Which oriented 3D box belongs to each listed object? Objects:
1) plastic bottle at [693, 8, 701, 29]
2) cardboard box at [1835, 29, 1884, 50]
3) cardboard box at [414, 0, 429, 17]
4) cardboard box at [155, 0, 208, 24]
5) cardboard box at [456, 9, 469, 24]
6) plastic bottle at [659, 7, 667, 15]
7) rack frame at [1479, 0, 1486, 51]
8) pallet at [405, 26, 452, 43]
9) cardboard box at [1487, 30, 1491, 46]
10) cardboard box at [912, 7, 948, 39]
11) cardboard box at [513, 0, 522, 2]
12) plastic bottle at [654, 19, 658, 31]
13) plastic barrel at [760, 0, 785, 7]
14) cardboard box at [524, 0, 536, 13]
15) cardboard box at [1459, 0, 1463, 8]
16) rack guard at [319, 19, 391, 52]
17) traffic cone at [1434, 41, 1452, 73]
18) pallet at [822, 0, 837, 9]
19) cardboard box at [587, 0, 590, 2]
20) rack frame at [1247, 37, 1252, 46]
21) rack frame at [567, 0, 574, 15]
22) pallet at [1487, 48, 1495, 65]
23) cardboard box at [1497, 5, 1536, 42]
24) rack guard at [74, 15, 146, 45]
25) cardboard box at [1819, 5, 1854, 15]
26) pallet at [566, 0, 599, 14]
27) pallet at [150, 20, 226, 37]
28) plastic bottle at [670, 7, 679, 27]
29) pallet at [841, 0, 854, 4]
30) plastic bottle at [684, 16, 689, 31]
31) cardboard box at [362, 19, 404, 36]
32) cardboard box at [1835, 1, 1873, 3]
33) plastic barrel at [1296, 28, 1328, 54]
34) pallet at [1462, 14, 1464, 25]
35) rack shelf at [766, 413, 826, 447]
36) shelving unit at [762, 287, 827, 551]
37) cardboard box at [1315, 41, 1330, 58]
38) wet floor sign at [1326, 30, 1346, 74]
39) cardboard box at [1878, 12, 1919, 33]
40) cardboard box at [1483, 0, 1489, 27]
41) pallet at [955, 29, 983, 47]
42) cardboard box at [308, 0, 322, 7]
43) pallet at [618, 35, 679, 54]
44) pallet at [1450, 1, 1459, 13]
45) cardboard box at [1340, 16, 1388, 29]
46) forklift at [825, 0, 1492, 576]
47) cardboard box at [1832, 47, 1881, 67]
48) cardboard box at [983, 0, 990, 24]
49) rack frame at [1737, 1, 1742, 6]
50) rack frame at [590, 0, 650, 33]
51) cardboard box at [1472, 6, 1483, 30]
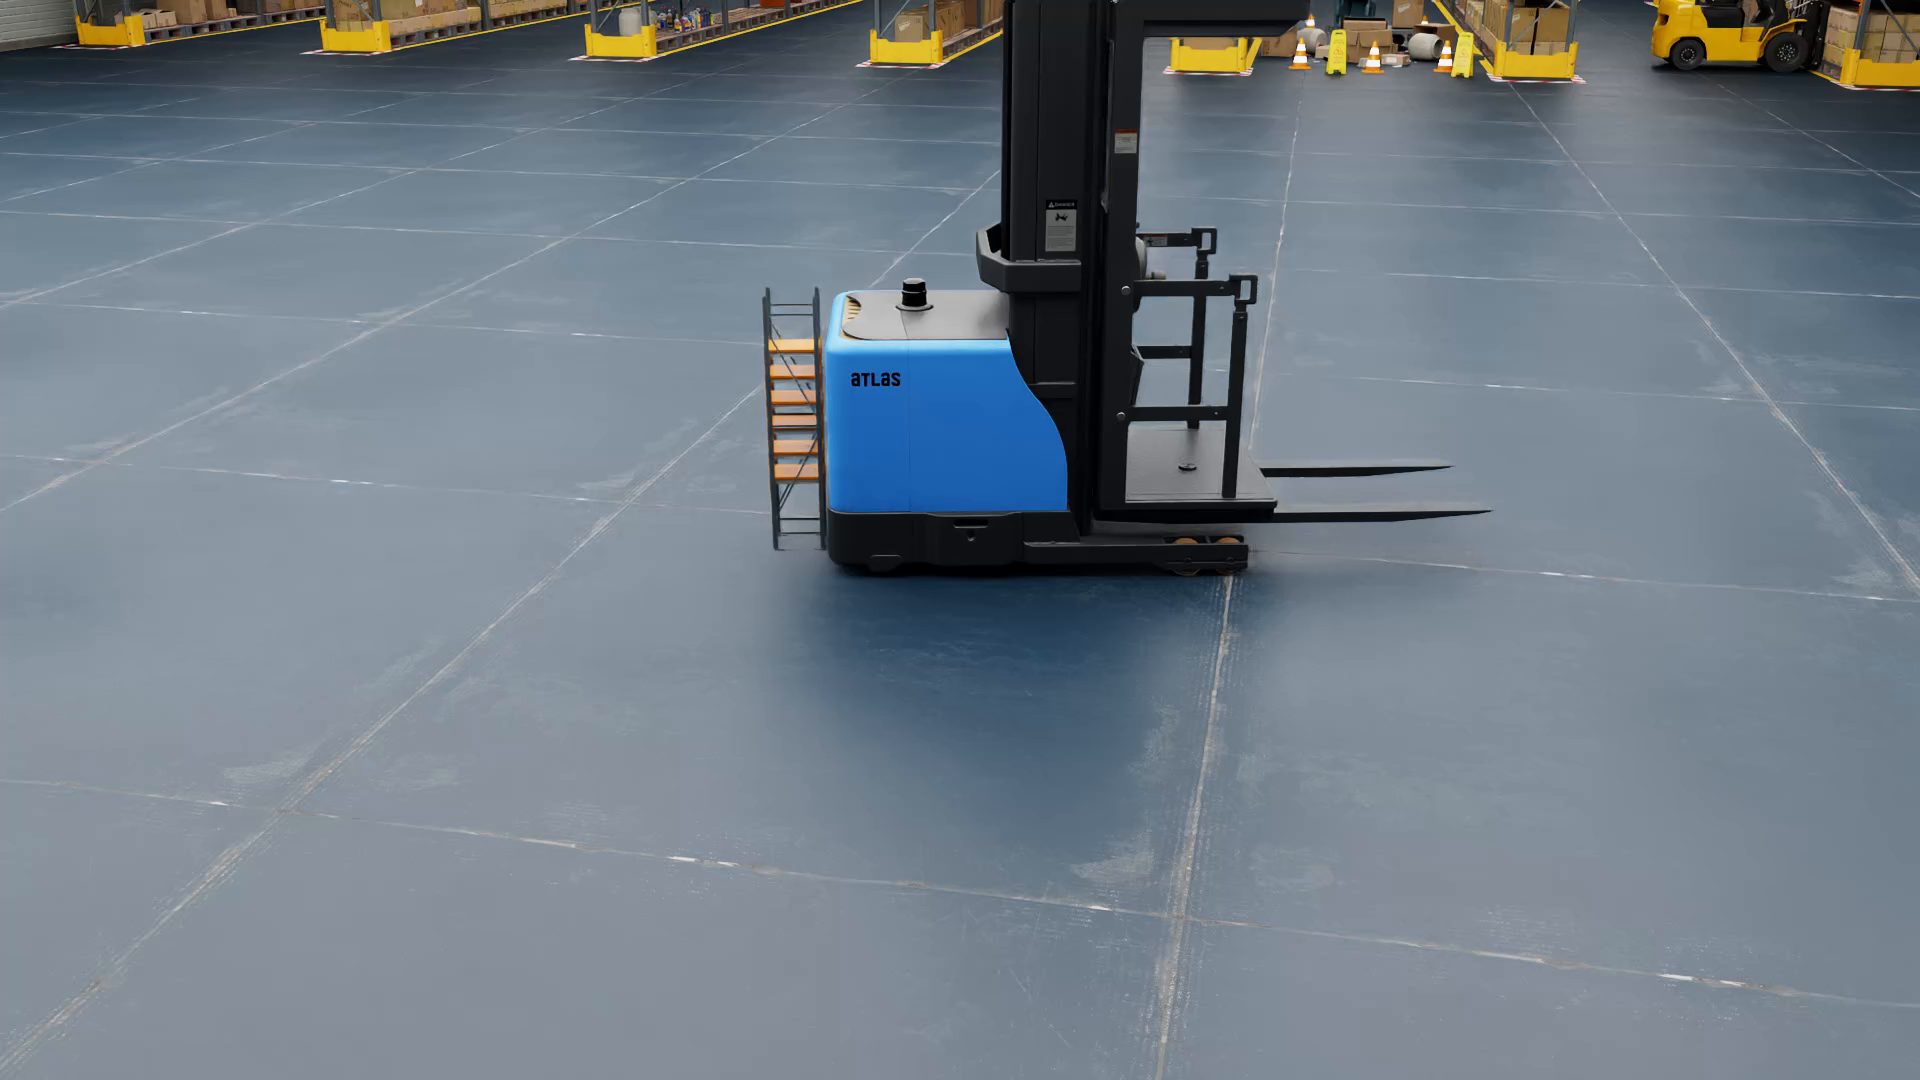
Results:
[{"bbox_3d":[-4.886,-9.635,30.718,0.144,0.351,0.185,4,22,11],"label":"plastic bottle"},{"bbox_3d":[13.455,-7.485,24.873,0.500,0.250,0.500,4,22,10],"label":"cardboard box"},{"bbox_3d":[-10.080,-9.834,30.371,0.500,0.500,0.500,4,22,11],"label":"cardboard box"},{"bbox_3d":[-14.902,-10.161,31.825,0.700,0.500,0.500,3,22,8],"label":"cardboard box"},{"bbox_3d":[-9.773,-10.035,31.873,0.500,0.250,0.500,4,22,11],"label":"cardboard box"},{"bbox_3d":[-5.541,-9.748,30.999,0.144,0.351,0.185,4,22,9],"label":"plastic bottle"},{"bbox_3d":[9.618,-9.972,28.599,1.000,3.000,0.127,4,22,11],"label":"rack frame"},{"bbox_3d":[-10.230,-9.455,31.048,1.003,0.211,1.213,4,22,11],"label":"pallet"},{"bbox_3d":[9.030,-8.306,27.580,0.500,0.250,0.500,4,22,10],"label":"cardboard box"},{"bbox_3d":[-0.521,-8.976,28.909,0.500,0.500,0.500,7,23,16],"label":"cardboard box"},{"bbox_3d":[-9.240,-11.168,33.935,0.500,0.311,0.500,4,22,9],"label":"cardboard box"},{"bbox_3d":[-5.570,-9.391,30.314,0.097,0.201,0.097,0,22,0],"label":"plastic bottle"},{"bbox_3d":[-4.033,-11.936,35.819,0.600,0.830,0.708,4,22,11],"label":"plastic barrel"},{"bbox_3d":[-9.142,-11.094,34.504,0.500,0.250,0.500,5,22,12],"label":"cardboard box"},{"bbox_3d":[11.203,-11.874,35.604,0.875,0.875,0.875,5,23,13],"label":"cardboard box"},{"bbox_3d":[-10.601,-8.853,29.166,1.175,0.500,0.348,4,22,11],"label":"rack guard"},{"bbox_3d":[7.627,-7.588,26.075,0.336,0.463,0.334,4,22,11],"label":"traffic cone"},{"bbox_3d":[-3.498,-12.458,38.505,1.003,0.211,1.213,4,22,11],"label":"pallet"},{"bbox_3d":[-8.490,-12.328,37.206,0.500,0.500,0.500,4,22,9],"label":"cardboard box"},{"bbox_3d":[4.752,-10.312,29.444,1.000,3.000,0.127,4,22,11],"label":"rack frame"},{"bbox_3d":[-8.964,-12.947,35.985,1.000,3.000,0.127,4,22,11],"label":"rack frame"},{"bbox_3d":[9.269,-7.983,27.392,1.003,0.211,1.213,4,22,11],"label":"pallet"},{"bbox_3d":[8.710,-8.089,26.038,0.500,0.500,0.500,5,22,11],"label":"cardboard box"},{"bbox_3d":[-15.431,-9.266,30.191,1.175,0.500,0.348,4,22,11],"label":"rack guard"},{"bbox_3d":[13.753,-8.265,26.139,0.500,0.250,0.500,4,22,10],"label":"cardboard box"},{"bbox_3d":[-8.775,-11.924,37.177,1.003,0.211,1.213,4,22,11],"label":"pallet"},{"bbox_3d":[-14.980,-9.871,32.080,1.003,0.211,1.213,4,22,11],"label":"pallet"},{"bbox_3d":[-5.362,-9.806,31.143,0.144,0.351,0.185,4,22,11],"label":"plastic bottle"},{"bbox_3d":[-3.187,-13.009,39.873,1.003,0.211,1.213,4,22,11],"label":"pallet"},{"bbox_3d":[-4.983,-9.382,30.197,0.097,0.271,0.097,0,22,0],"label":"plastic bottle"},{"bbox_3d":[-10.269,-9.120,29.601,0.500,0.250,0.500,4,22,11],"label":"cardboard box"},{"bbox_3d":[14.479,-8.597,26.965,0.500,0.250,0.500,4,22,10],"label":"cardboard box"},{"bbox_3d":[6.022,-8.586,28.605,0.421,0.421,0.512,-16,27,-35],"label":"plastic barrel"},{"bbox_3d":[10.669,-10.424,33.454,1.003,0.211,1.213,4,22,11],"label":"pallet"},{"bbox_3d":[-0.749,-0.503,7.614,0.258,0.103,0.180,-1,22,-2],"label":"rack shelf"},{"bbox_3d":[-0.749,-0.544,7.598,0.258,1.200,0.189,-1,22,-2],"label":"shelving unit"},{"bbox_3d":[6.204,-8.275,28.045,0.396,0.266,0.258,8,23,20],"label":"cardboard box"},{"bbox_3d":[5.868,-7.596,25.850,0.267,0.644,0.232,1,22,2],"label":"wet floor sign"},{"bbox_3d":[13.946,-7.677,24.679,0.500,0.250,0.500,4,22,10],"label":"cardboard box"},{"bbox_3d":[9.234,-9.044,28.409,0.500,0.500,0.500,6,23,13],"label":"cardboard box"},{"bbox_3d":[-0.186,-9.186,30.379,1.003,0.211,1.213,4,22,11],"label":"pallet"},{"bbox_3d":[-14.203,-11.737,35.738,0.700,0.500,0.500,4,22,11],"label":"cardboard box"},{"bbox_3d":[-5.608,-8.677,29.115,1.003,0.211,1.213,4,22,11],"label":"pallet"},{"bbox_3d":[11.483,-11.876,37.060,1.003,0.211,1.213,4,22,11],"label":"pallet"},{"bbox_3d":[6.865,-8.592,28.332,0.797,0.637,0.503,4,22,11],"label":"cardboard box"},{"bbox_3d":[0.910,-1.397,7.399,3.031,2.935,1.130,-1,22,-2],"label":"forklift"},{"bbox_3d":[13.449,-7.247,24.952,0.500,0.250,0.500,5,22,11],"label":"cardboard box"},{"bbox_3d":[0.179,-10.168,31.842,0.700,0.500,0.500,4,22,11],"label":"cardboard box"},{"bbox_3d":[15.295,-11.058,31.295,1.000,3.000,0.127,4,22,11],"label":"rack frame"},{"bbox_3d":[-5.748,-9.642,27.780,1.000,3.000,0.127,4,22,11],"label":"rack frame"},{"bbox_3d":[10.007,-9.657,30.773,0.950,0.372,0.625,5,23,13],"label":"cardboard box"}]
